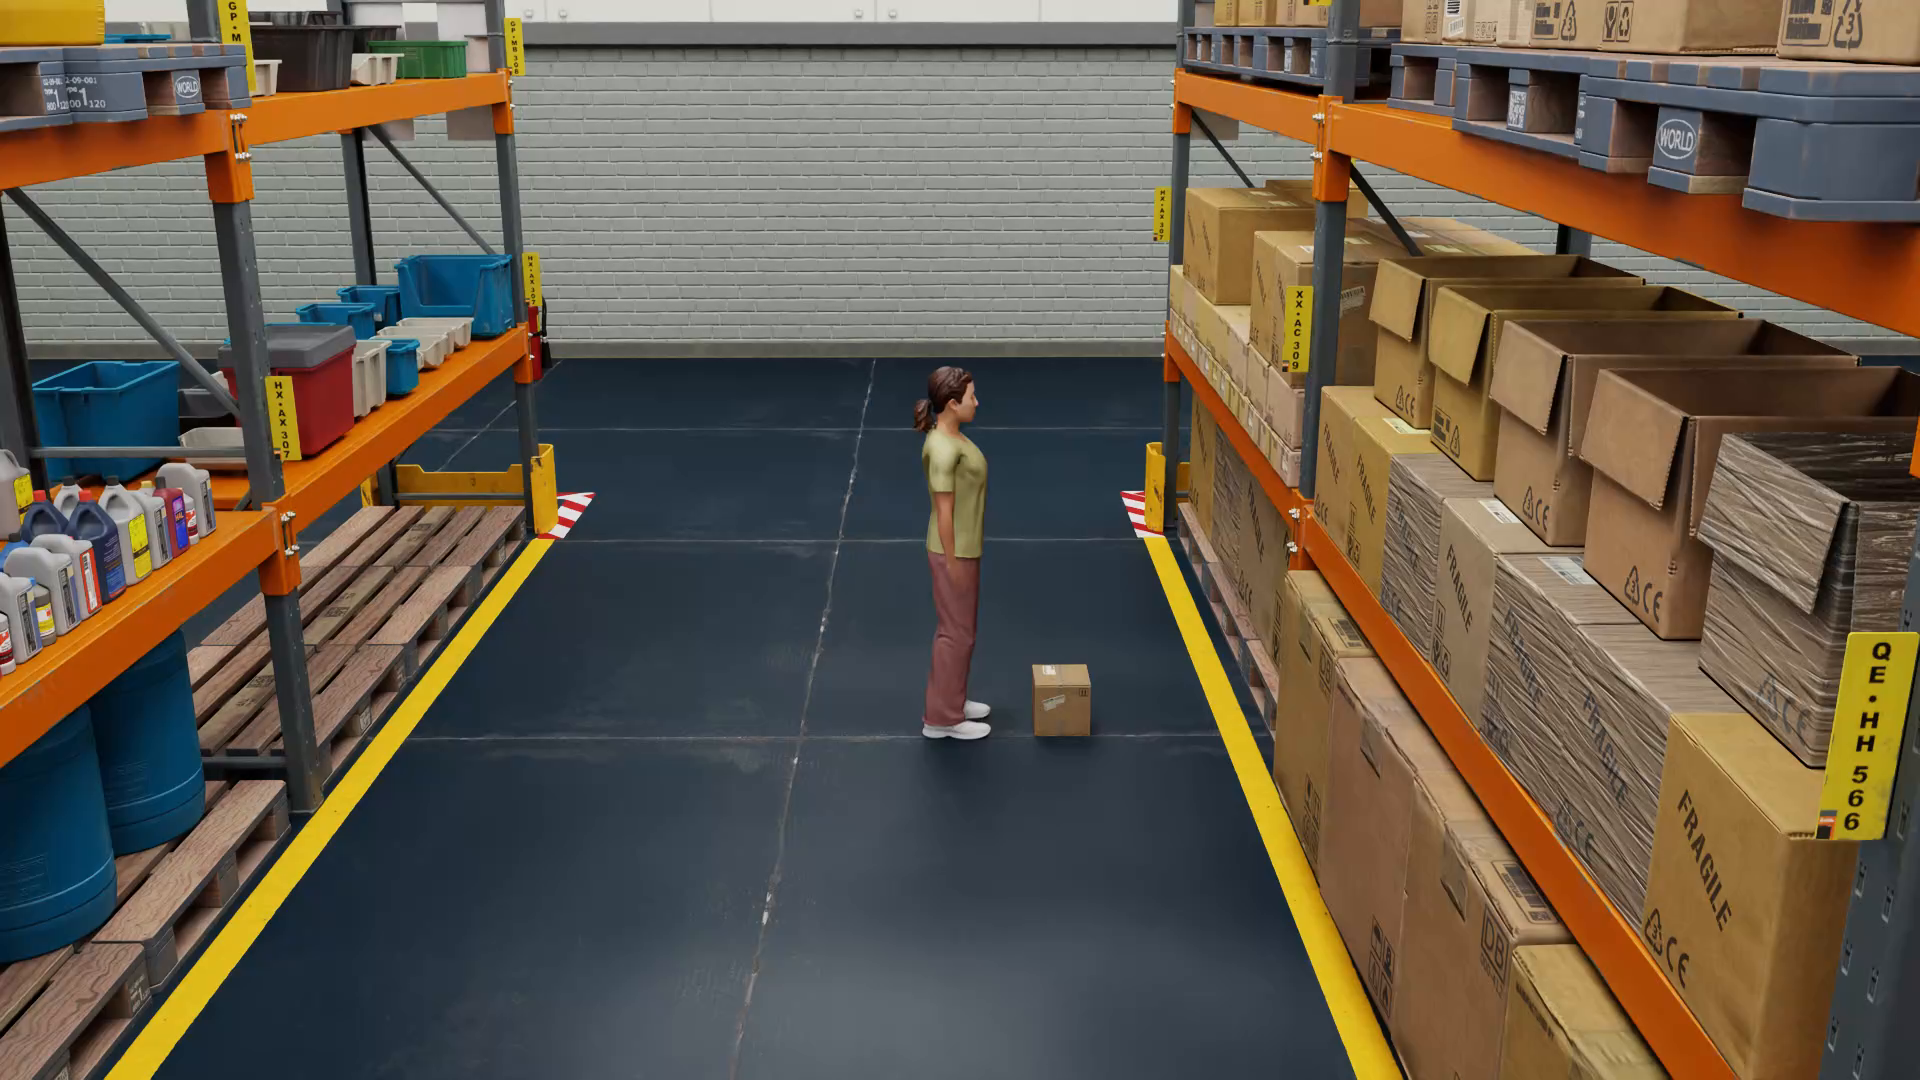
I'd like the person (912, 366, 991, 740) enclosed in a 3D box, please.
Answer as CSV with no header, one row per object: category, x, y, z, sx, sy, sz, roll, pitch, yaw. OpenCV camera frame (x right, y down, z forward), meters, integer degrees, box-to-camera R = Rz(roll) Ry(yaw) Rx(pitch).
person,-0.037,0.053,7.390,0.354,1.670,0.441,0,17,0
